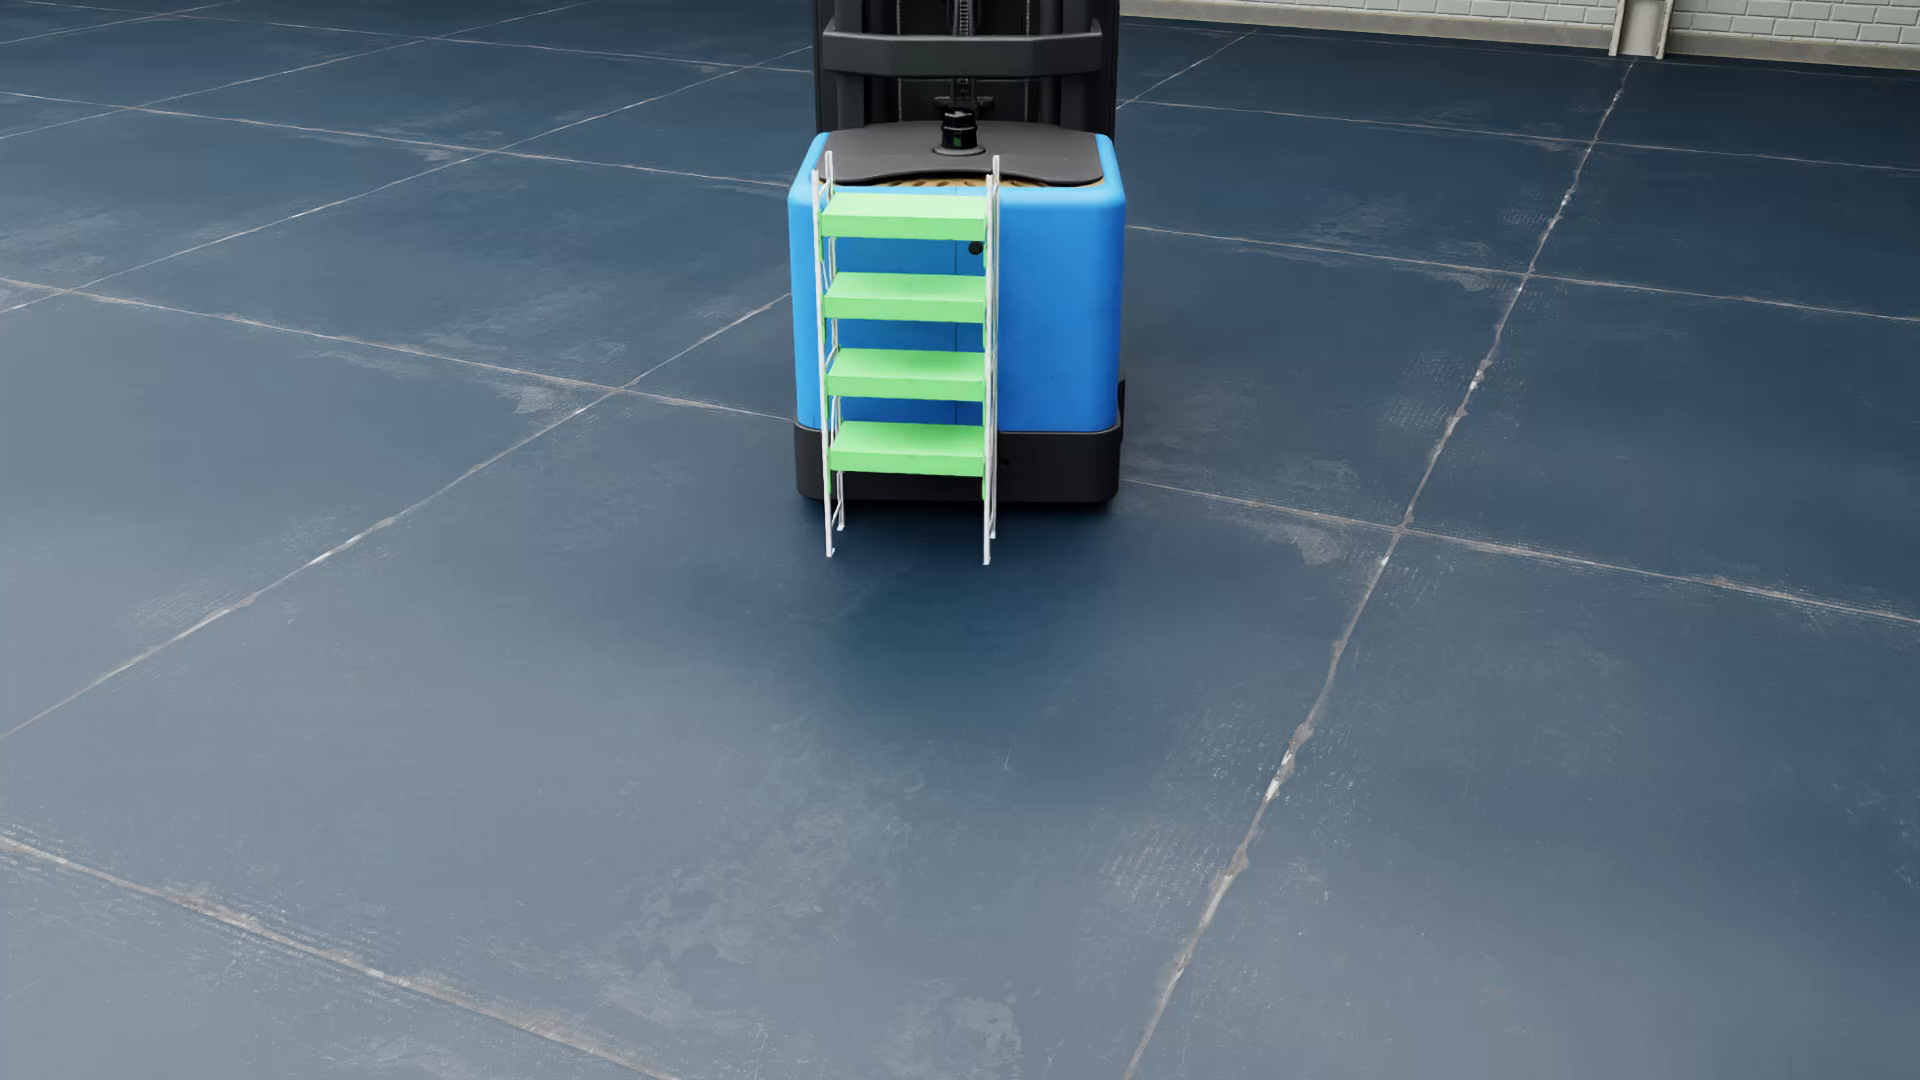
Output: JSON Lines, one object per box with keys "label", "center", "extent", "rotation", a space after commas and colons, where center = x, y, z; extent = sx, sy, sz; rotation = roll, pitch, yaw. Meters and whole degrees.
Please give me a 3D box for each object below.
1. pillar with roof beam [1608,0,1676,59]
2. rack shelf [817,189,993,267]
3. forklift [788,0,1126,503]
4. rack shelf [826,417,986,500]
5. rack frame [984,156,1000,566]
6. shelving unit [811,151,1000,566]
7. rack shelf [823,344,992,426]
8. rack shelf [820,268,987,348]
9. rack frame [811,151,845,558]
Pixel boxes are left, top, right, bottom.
{"label": "pillar with roof beam", "center": [3.485, -6.087, 7.426], "extent": [0.400, 9.000, 9.100], "rotation": [11, 28, 22]}
{"label": "rack shelf", "center": [-0.149, -0.898, 4.773], "extent": [0.480, 0.148, 0.258], "rotation": [3, 26, 5]}
{"label": "forklift", "center": [0.026, -2.042, 6.080], "extent": [1.130, 2.935, 3.031], "rotation": [1, 26, 1]}
{"label": "rack shelf", "center": [-0.149, -0.252, 5.091], "extent": [0.480, 0.148, 0.258], "rotation": [3, 26, 5]}
{"label": "rack frame", "center": [0.093, -0.513, 4.934], "extent": [0.015, 1.200, 0.240], "rotation": [3, 26, 5]}
{"label": "shelving unit", "center": [-0.149, -0.525, 4.957], "extent": [0.503, 1.200, 0.258], "rotation": [3, 26, 5]}
{"label": "rack shelf", "center": [-0.149, -0.467, 4.985], "extent": [0.480, 0.148, 0.258], "rotation": [3, 26, 5]}
{"label": "rack shelf", "center": [-0.149, -0.683, 4.879], "extent": [0.480, 0.148, 0.258], "rotation": [3, 26, 5]}
{"label": "rack frame", "center": [-0.392, -0.536, 4.980], "extent": [0.015, 1.200, 0.240], "rotation": [3, 26, 5]}
